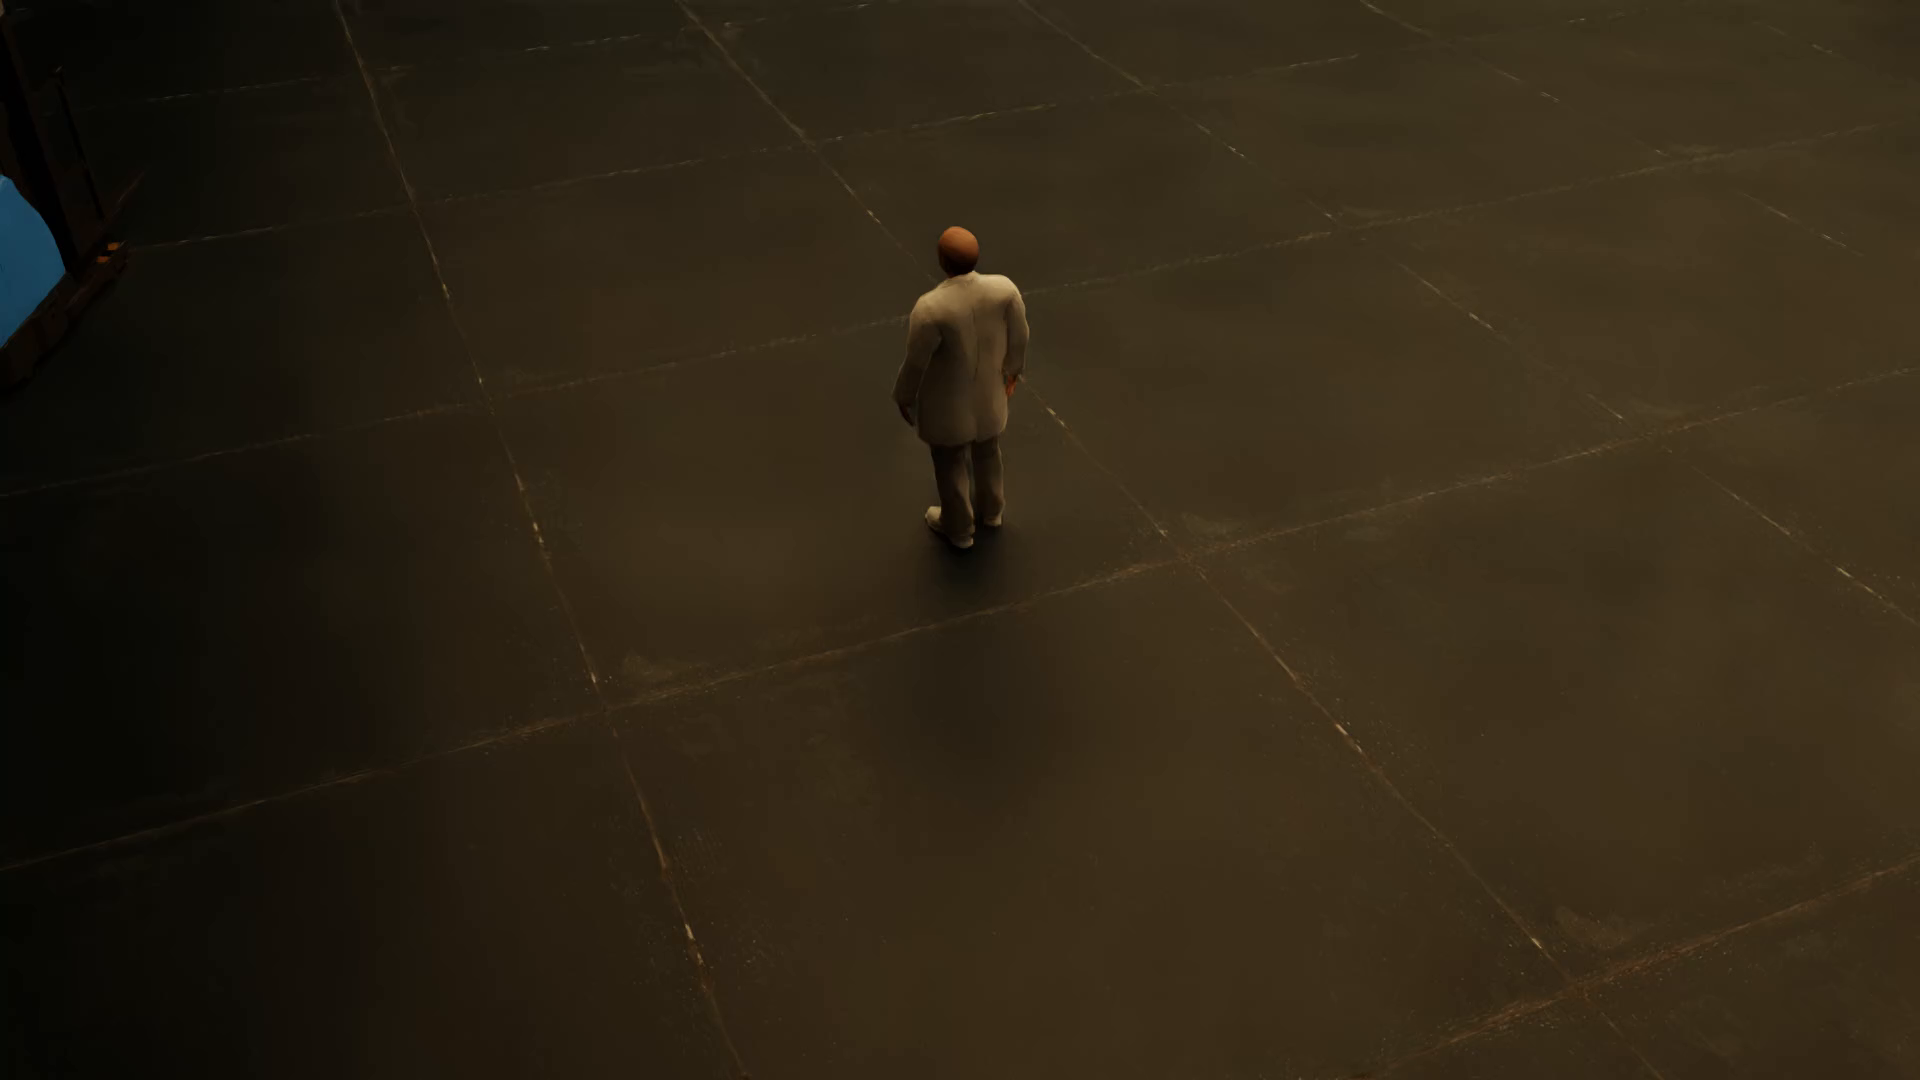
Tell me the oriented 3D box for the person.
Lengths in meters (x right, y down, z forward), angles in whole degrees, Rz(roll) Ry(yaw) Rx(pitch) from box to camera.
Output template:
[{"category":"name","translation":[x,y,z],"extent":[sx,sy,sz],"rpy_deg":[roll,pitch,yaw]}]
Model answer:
[{"category":"person","translation":[-0.031,-0.780,8.178],"extent":[0.694,1.776,0.579],"rpy_deg":[-14,38,-19]}]

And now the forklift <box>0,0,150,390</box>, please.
[{"category":"forklift","translation":[-6.153,-2.872,10.137],"extent":[1.130,2.935,3.031],"rpy_deg":[-2,35,-2]}]
